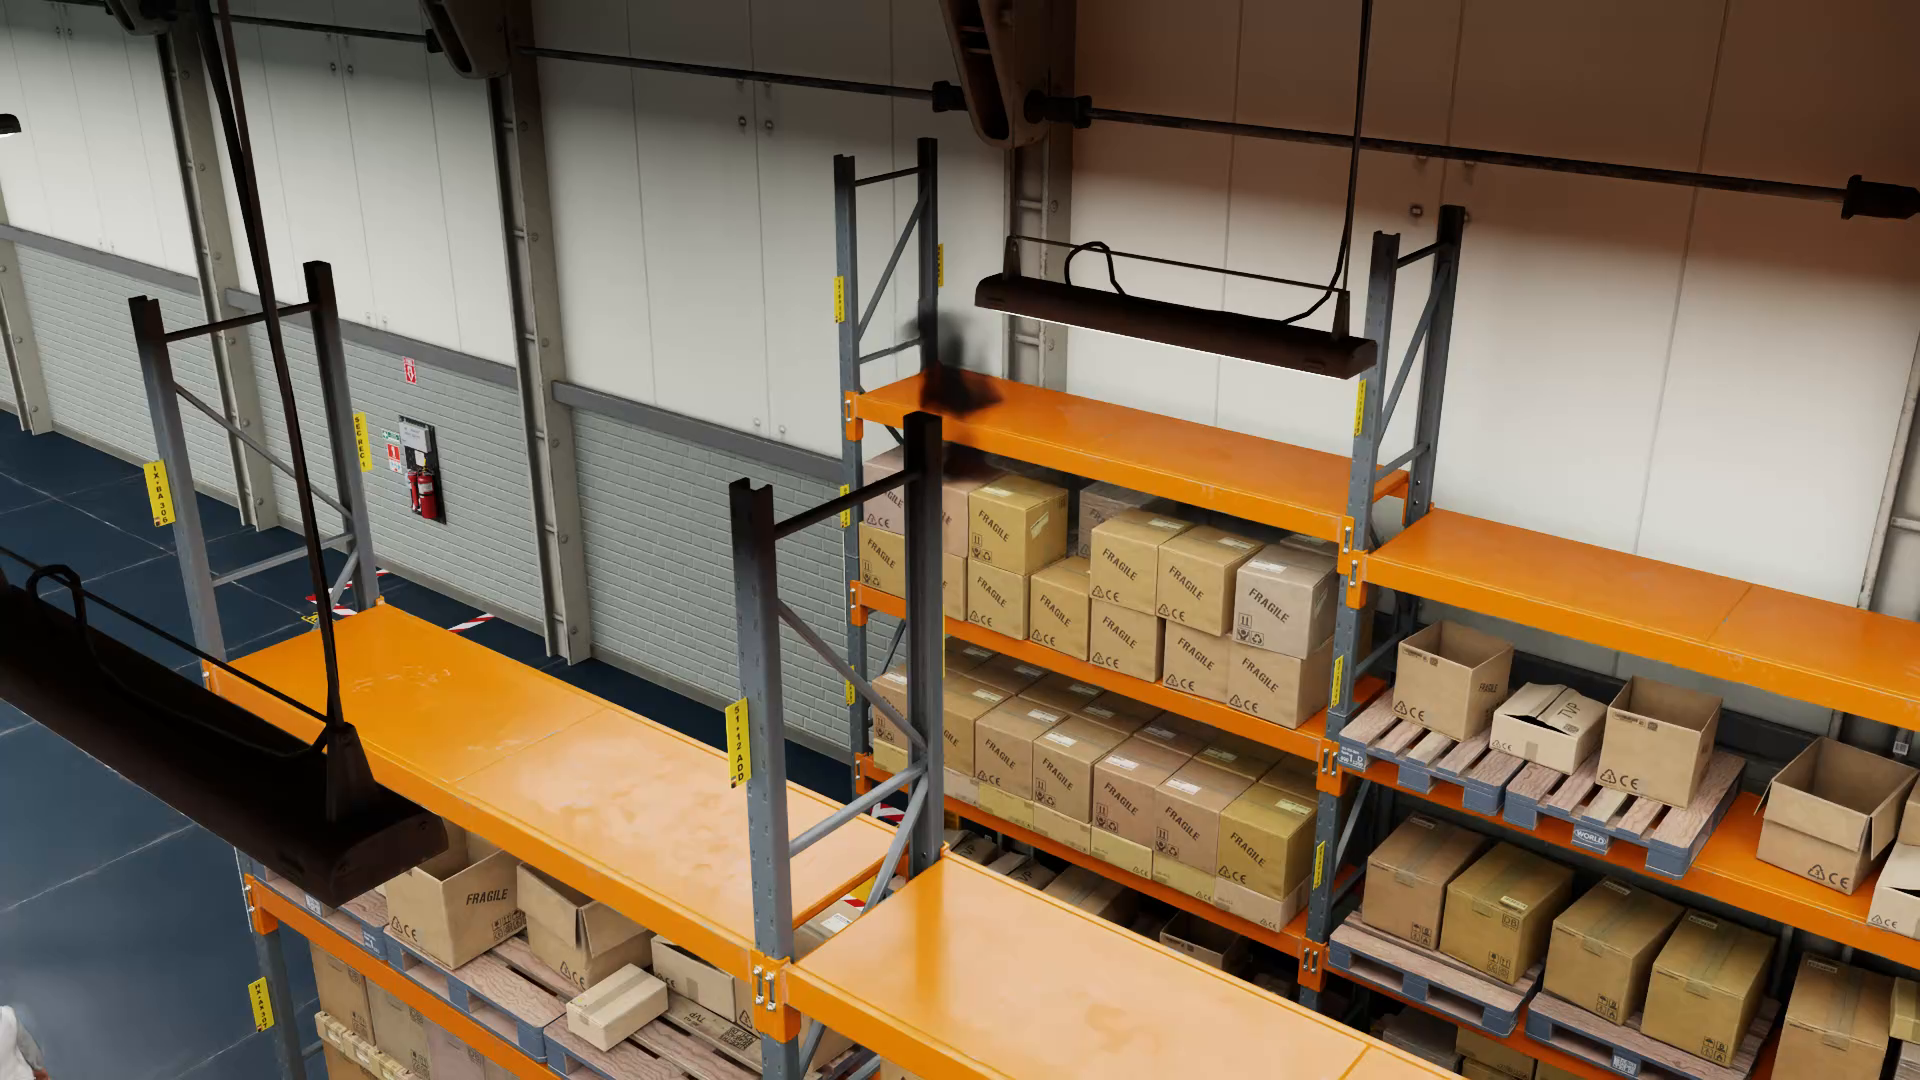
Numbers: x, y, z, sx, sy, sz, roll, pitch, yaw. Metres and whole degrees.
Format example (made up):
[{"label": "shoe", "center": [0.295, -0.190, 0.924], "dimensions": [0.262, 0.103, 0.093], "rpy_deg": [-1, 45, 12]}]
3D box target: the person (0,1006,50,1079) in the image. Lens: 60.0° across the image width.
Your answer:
[{"label": "person", "center": [-5.836, 3.418, 10.203], "dimensions": [0.468, 1.792, 0.648], "rpy_deg": [2, 23, 5]}]
